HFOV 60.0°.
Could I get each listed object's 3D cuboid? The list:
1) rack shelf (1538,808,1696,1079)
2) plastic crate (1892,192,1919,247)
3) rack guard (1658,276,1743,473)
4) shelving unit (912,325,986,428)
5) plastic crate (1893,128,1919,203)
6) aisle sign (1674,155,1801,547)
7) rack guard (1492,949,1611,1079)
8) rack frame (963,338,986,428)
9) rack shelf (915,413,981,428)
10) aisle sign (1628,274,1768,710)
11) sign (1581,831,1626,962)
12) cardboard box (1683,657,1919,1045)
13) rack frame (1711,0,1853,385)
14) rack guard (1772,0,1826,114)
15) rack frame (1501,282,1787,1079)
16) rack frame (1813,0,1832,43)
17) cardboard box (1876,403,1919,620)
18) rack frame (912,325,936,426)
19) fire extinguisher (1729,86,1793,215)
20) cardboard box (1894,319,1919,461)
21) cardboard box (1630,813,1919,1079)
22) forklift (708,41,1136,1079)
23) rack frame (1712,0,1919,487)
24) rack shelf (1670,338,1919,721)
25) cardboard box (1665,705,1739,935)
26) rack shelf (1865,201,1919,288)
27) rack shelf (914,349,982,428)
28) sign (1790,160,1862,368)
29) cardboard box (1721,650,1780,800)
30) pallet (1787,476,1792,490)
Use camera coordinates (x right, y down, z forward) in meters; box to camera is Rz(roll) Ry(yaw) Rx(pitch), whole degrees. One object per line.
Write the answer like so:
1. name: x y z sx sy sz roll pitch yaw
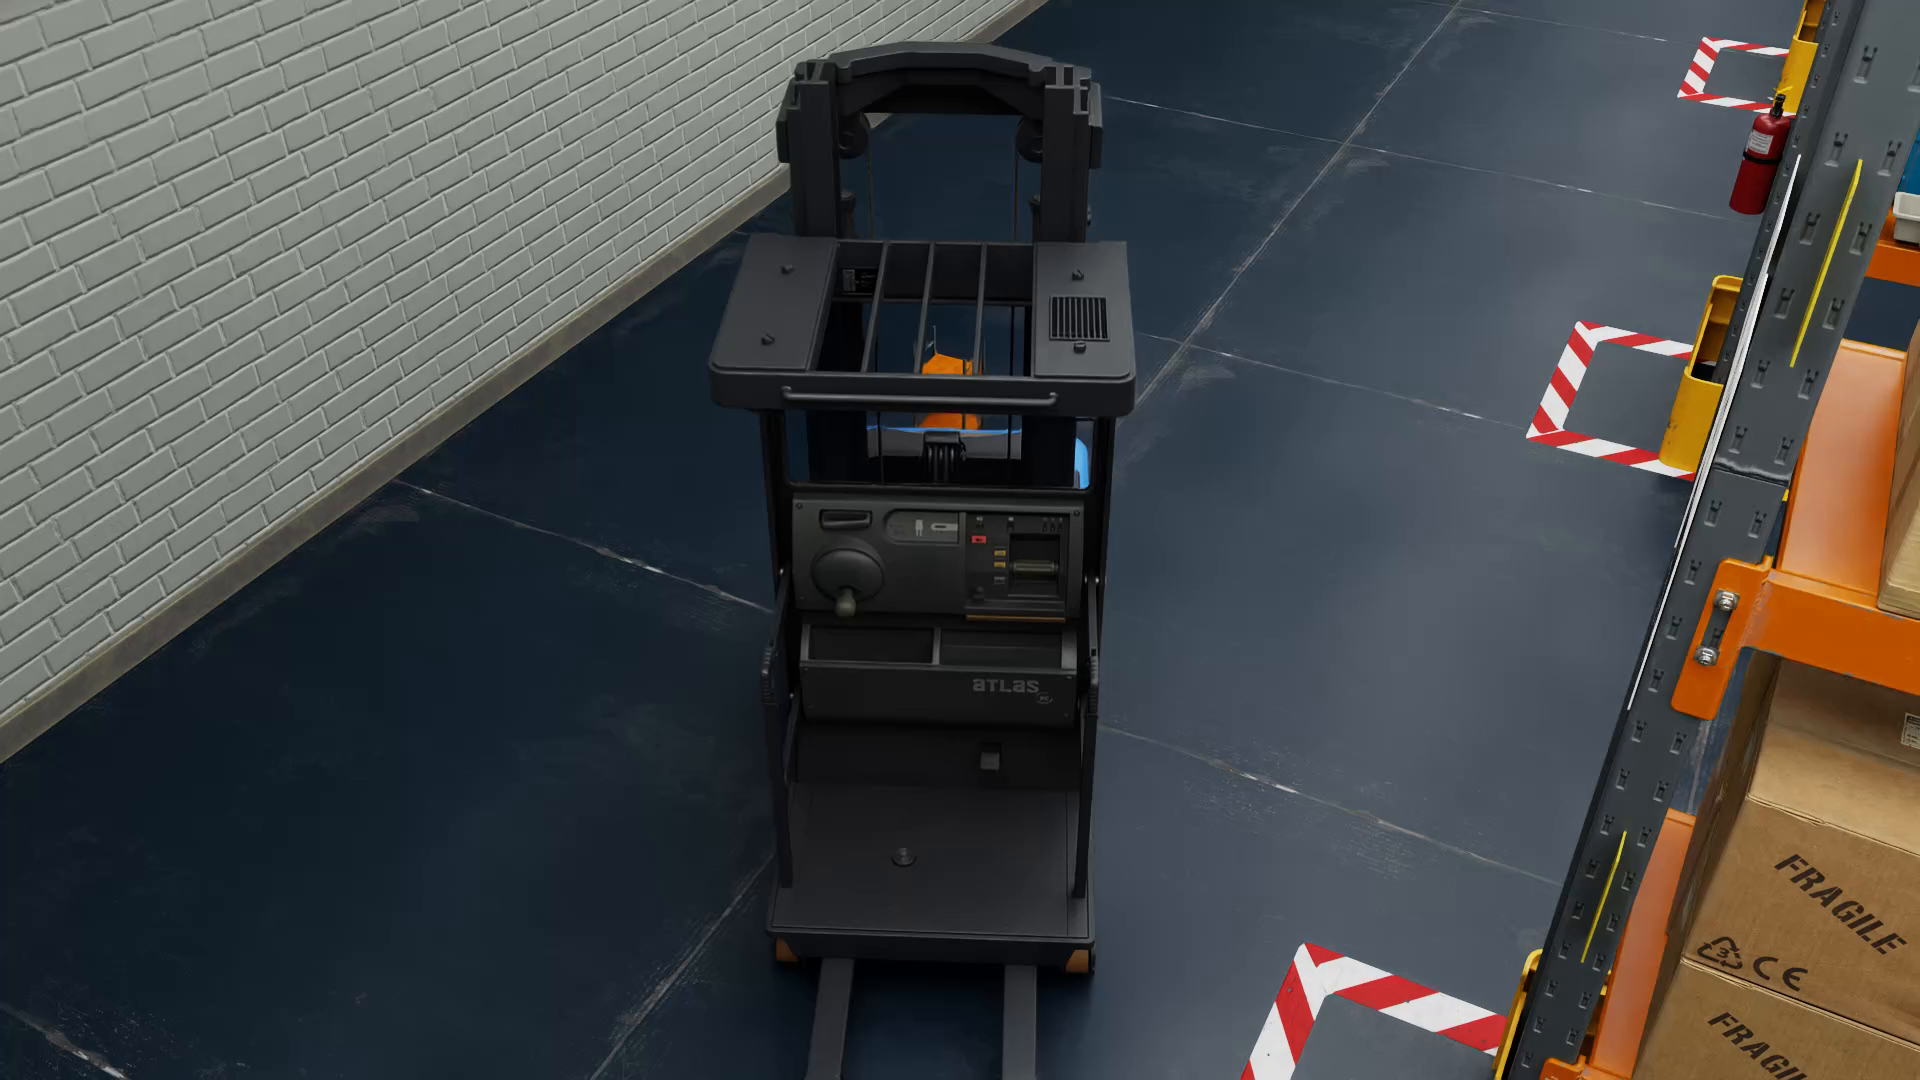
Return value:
1. rack shelf: 3.398 1.659 3.679 4.000 0.370 1.077 17 41 21
2. plastic crate: 4.218 -1.382 7.258 0.298 0.136 0.250 17 41 21
3. rack guard: 3.876 -0.846 8.451 0.348 0.500 1.175 17 41 21
4. shelving unit: -0.047 -0.433 7.452 0.252 1.050 0.215 17 41 21
5. plastic crate: 4.287 -1.887 7.676 0.499 0.435 0.616 17 41 21
6. aisle sign: 1.703 -0.403 3.649 0.004 0.787 0.394 17 41 21
7. rack guard: 1.690 1.833 4.922 0.348 0.500 1.175 17 41 21
8. rack frame: 0.061 -0.399 7.407 0.008 1.050 0.200 17 41 21
9. rack shelf: -0.047 -0.425 7.459 0.240 0.259 0.215 17 41 21
10. aisle sign: 1.427 -0.081 3.225 0.004 0.787 0.394 17 41 21
11. sign: 1.373 0.763 3.548 0.005 0.325 0.100 17 41 21
12. cardboard box: 1.895 0.643 3.512 0.500 0.500 0.500 19 41 23
13. rack frame: 3.904 -1.842 7.696 0.127 3.000 1.000 17 41 21
14. rack guard: 6.160 -3.512 11.964 0.348 0.500 1.175 17 41 21
15. rack frame: 1.622 0.816 4.194 0.127 3.000 1.000 17 41 21
16. rack frame: 6.181 -4.501 11.199 0.127 3.000 1.000 17 41 21
17. cardboard box: 1.962 -0.039 2.964 0.500 0.250 0.500 17 41 21
18. rack frame: -0.156 -0.467 7.497 0.008 1.050 0.200 17 41 21
19. fire extinguisher: 3.979 -1.949 8.209 0.183 0.674 0.296 17 41 21
20. cardboard box: 2.200 -0.317 3.330 0.500 0.250 0.500 17 41 21
21. cardboard box: 1.895 1.041 3.814 0.500 0.500 0.500 18 41 22
22. forklift: -0.080 0.130 5.155 1.130 2.935 3.031 2 37 2
23. rack frame: 1.622 -1.573 2.380 0.127 3.000 1.000 17 41 21
24. rack shelf: 3.398 0.464 2.772 4.000 0.370 1.077 17 41 21
25. cardboard box: 2.145 0.755 4.192 0.500 0.500 0.500 19 41 23
26. rack shelf: 5.680 -0.999 7.181 4.000 0.370 1.077 17 41 21
27. rack shelf: -0.047 -0.651 7.287 0.240 0.259 0.215 17 41 21
28. sign: 1.373 -0.435 2.639 0.005 0.325 0.100 17 41 21
29. cardboard box: 2.144 0.354 3.893 0.500 0.500 0.500 17 40 21
30. pallet: 4.618 -0.481 8.209 1.213 0.211 1.003 17 41 21
